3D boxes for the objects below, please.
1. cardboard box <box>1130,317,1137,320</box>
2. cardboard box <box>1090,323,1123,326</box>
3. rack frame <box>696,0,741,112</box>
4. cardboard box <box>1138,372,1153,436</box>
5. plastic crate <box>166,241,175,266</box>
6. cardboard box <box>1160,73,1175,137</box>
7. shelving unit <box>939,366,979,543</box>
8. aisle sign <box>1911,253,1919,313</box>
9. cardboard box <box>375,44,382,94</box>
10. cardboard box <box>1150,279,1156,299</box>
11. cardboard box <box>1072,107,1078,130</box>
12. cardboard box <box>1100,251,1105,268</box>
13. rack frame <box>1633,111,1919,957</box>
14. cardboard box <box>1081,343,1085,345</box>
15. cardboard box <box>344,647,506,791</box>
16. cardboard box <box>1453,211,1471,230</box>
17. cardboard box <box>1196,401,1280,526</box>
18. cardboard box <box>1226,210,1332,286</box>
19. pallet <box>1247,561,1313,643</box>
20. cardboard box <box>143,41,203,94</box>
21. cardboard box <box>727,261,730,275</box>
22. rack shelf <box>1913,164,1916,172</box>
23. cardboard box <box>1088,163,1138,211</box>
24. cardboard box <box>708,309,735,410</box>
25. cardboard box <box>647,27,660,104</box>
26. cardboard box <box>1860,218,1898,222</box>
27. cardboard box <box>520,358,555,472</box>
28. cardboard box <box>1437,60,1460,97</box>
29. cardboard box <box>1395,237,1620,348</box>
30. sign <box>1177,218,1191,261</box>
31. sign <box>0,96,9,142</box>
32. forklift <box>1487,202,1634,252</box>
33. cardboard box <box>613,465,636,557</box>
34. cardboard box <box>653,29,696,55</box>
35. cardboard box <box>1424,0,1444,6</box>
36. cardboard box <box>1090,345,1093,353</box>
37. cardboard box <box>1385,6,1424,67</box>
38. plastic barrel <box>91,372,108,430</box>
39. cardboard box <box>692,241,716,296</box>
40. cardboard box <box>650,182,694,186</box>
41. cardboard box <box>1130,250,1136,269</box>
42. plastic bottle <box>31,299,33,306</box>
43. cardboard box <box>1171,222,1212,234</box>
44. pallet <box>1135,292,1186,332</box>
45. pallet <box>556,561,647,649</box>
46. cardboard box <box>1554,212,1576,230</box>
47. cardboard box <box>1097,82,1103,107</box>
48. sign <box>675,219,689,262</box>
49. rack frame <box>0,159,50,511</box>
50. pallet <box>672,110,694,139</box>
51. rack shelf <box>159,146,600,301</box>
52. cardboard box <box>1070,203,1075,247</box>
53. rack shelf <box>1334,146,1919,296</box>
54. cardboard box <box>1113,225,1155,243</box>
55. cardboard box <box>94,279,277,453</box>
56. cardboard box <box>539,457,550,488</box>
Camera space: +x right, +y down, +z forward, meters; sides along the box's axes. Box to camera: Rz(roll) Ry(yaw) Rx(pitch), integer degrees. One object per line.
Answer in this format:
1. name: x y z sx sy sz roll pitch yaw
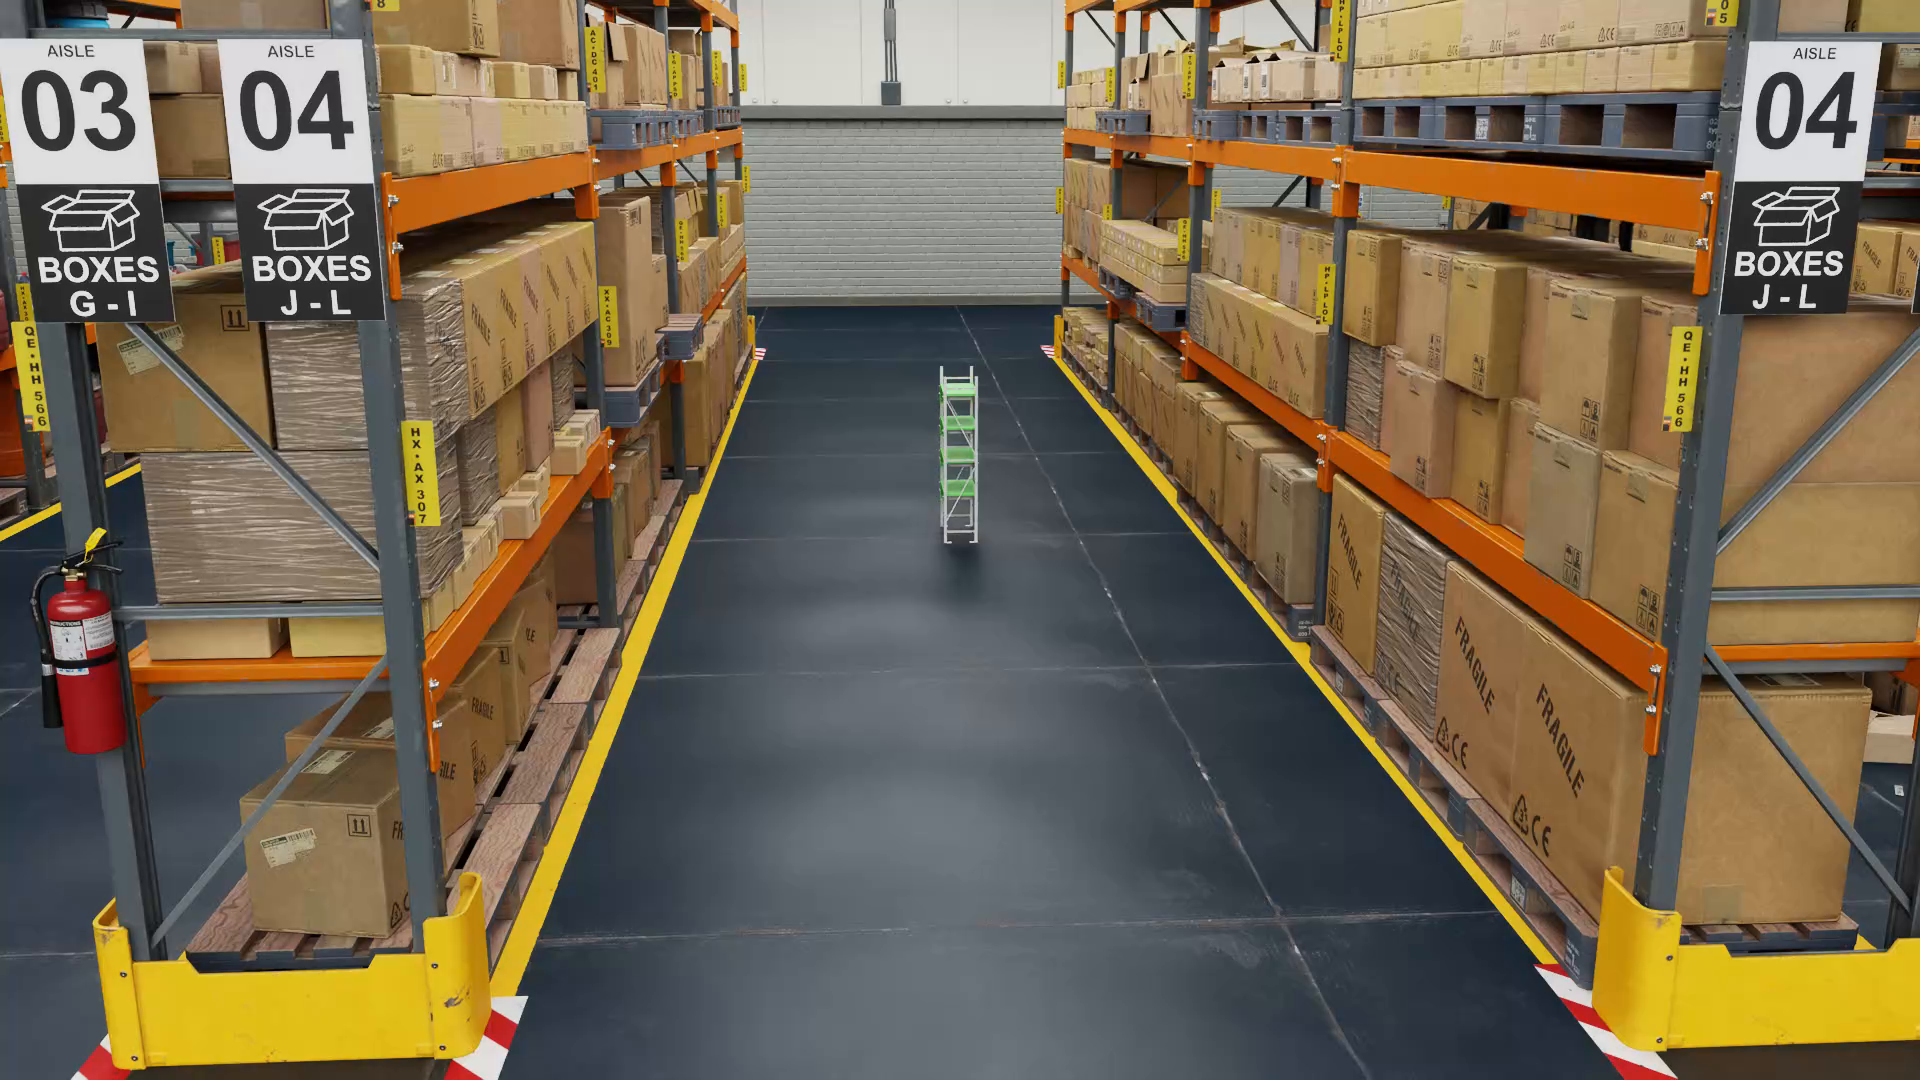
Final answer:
1. cardboard box: 2.195 -2.530 19.524 0.380 0.149 0.250 0 14 -1
2. cardboard box: 1.689 -2.391 18.985 0.380 0.149 0.250 -1 14 -3
3. rack frame: -3.173 -6.658 19.843 1.000 3.000 0.127 -1 14 -3
4. cardboard box: 1.900 -1.227 14.950 0.500 0.500 0.500 -2 15 -6
5. plastic crate: -8.238 -2.813 16.853 0.392 0.384 0.575 -1 14 -3
6. cardboard box: 1.946 -3.578 13.691 0.500 0.500 0.500 -1 14 -3
7. shelving unit: -0.010 -0.622 12.037 0.258 1.200 0.503 -1 14 -3
8. aisle sign: 3.079 -1.071 4.951 0.394 0.787 0.004 -1 14 -3
9. cardboard box: -1.968 -1.418 5.001 0.380 0.149 0.250 -1 14 -4
10. cardboard box: 1.776 -2.073 13.726 0.380 0.149 0.250 -1 14 -4
11. cardboard box: 1.584 -4.937 19.477 0.500 0.250 0.500 0 14 -2
12. cardboard box: 1.597 -2.786 16.495 0.380 0.149 0.250 -2 15 -6
13. rack frame: 2.775 0.175 5.325 1.000 3.000 0.127 -1 14 -3
14. cardboard box: 1.634 -2.239 19.586 0.380 0.149 0.250 -1 14 -3
15. cardboard box: -2.295 0.774 7.171 0.500 0.500 0.500 0 14 2
16. cardboard box: 6.461 -3.830 20.692 0.500 0.500 0.500 -1 14 -4
17. cardboard box: 2.284 -0.558 11.847 1.050 0.750 0.750 -1 14 -3
18. cardboard box: 2.330 -2.109 11.998 0.700 0.500 0.500 -1 14 -4
19. pallet: 2.404 0.340 10.281 1.003 0.211 1.213 -1 14 -3
20. cardboard box: -2.511 -1.411 4.970 0.380 0.149 0.250 -1 14 -3
21. cardboard box: -2.663 -2.911 17.824 0.380 0.149 0.250 -1 14 -5
22. rack shelf: 7.089 -3.518 15.102 1.077 0.370 4.000 -1 14 -3
23. cardboard box: 1.677 -3.855 18.183 0.500 0.500 0.500 -1 14 -2
24. cardboard box: -2.866 -1.773 16.320 1.225 0.875 0.875 -1 14 -3
25. cardboard box: -2.356 -3.264 11.469 0.500 0.500 0.500 -1 14 -4
26. cardboard box: 7.427 -2.575 13.807 0.500 0.500 0.500 -1 14 -5
27. cardboard box: -2.336 -0.600 7.541 0.875 0.500 0.500 -1 14 -3
28. cardboard box: 2.291 -1.990 7.181 0.380 0.149 0.250 -1 14 -3
29. cardboard box: 2.666 -1.188 8.155 0.875 0.550 0.550 -1 14 -3
30. sign: 1.738 -2.326 12.882 0.100 0.325 0.005 -1 14 -3
31. sign: -7.072 -3.099 12.240 0.100 0.325 0.005 -1 14 -3
32. forklift: 4.645 -1.692 12.720 1.130 2.935 3.031 -1 14 -3
33. cardboard box: -2.492 -0.182 10.846 0.700 0.500 0.500 -2 15 -8
34. cardboard box: -2.977 -5.108 17.090 0.500 0.250 0.500 -2 15 -7
35. cardboard box: 2.275 -2.439 7.327 0.380 0.149 0.250 -1 14 -3
36. cardboard box: 1.682 -2.177 18.748 0.380 0.149 0.250 -2 15 -6
37. cardboard box: 2.311 -2.344 7.758 0.500 0.250 0.500 -1 14 -4
38. plastic barrel: -7.863 -1.226 14.923 0.421 0.512 0.421 0 14 0
39. cardboard box: -2.600 -2.571 15.798 0.500 0.500 0.500 0 14 -2
40. cardboard box: -3.382 -3.939 19.516 0.500 0.500 0.500 -1 14 -5
41. cardboard box: 1.712 -2.477 14.697 0.380 0.149 0.250 -1 14 -2
42. plastic bottle: -7.305 -1.766 13.128 0.097 0.271 0.097 0 14 0
43. cardboard box: 2.268 -3.015 16.193 0.380 0.149 0.250 -1 14 -5
44. pallet: 2.129 -1.897 13.764 1.213 0.211 1.003 -1 14 -3
45. pallet: -2.480 0.389 10.092 1.003 0.211 1.213 -1 14 -3
46. cardboard box: 6.661 -3.556 17.622 0.500 0.500 0.500 -1 14 -4
47. cardboard box: 1.728 -4.672 17.442 0.500 0.250 0.500 -1 15 -6
48. sign: -2.137 -2.296 12.765 0.100 0.325 0.005 -1 14 -3
49. rack frame: -7.621 -1.686 12.561 1.000 3.000 0.127 -1 14 -3
50. pallet: -2.771 -3.283 13.127 1.213 0.211 1.003 0 14 -1
51. rack shelf: -2.306 -1.375 6.774 1.077 0.370 4.000 -1 14 -3
52. cardboard box: 1.594 -3.748 19.775 0.500 0.500 0.500 -1 14 -3
53. rack shelf: 2.651 -1.426 6.974 1.077 0.370 4.000 -1 14 -3
54. cardboard box: 1.646 -2.879 15.662 0.380 0.149 0.250 -1 14 -4
55. cardboard box: -2.463 -0.583 5.468 0.500 0.500 0.500 -1 14 -3
56. cardboard box: -2.095 -0.286 7.622 0.380 0.149 0.250 -1 14 -3
